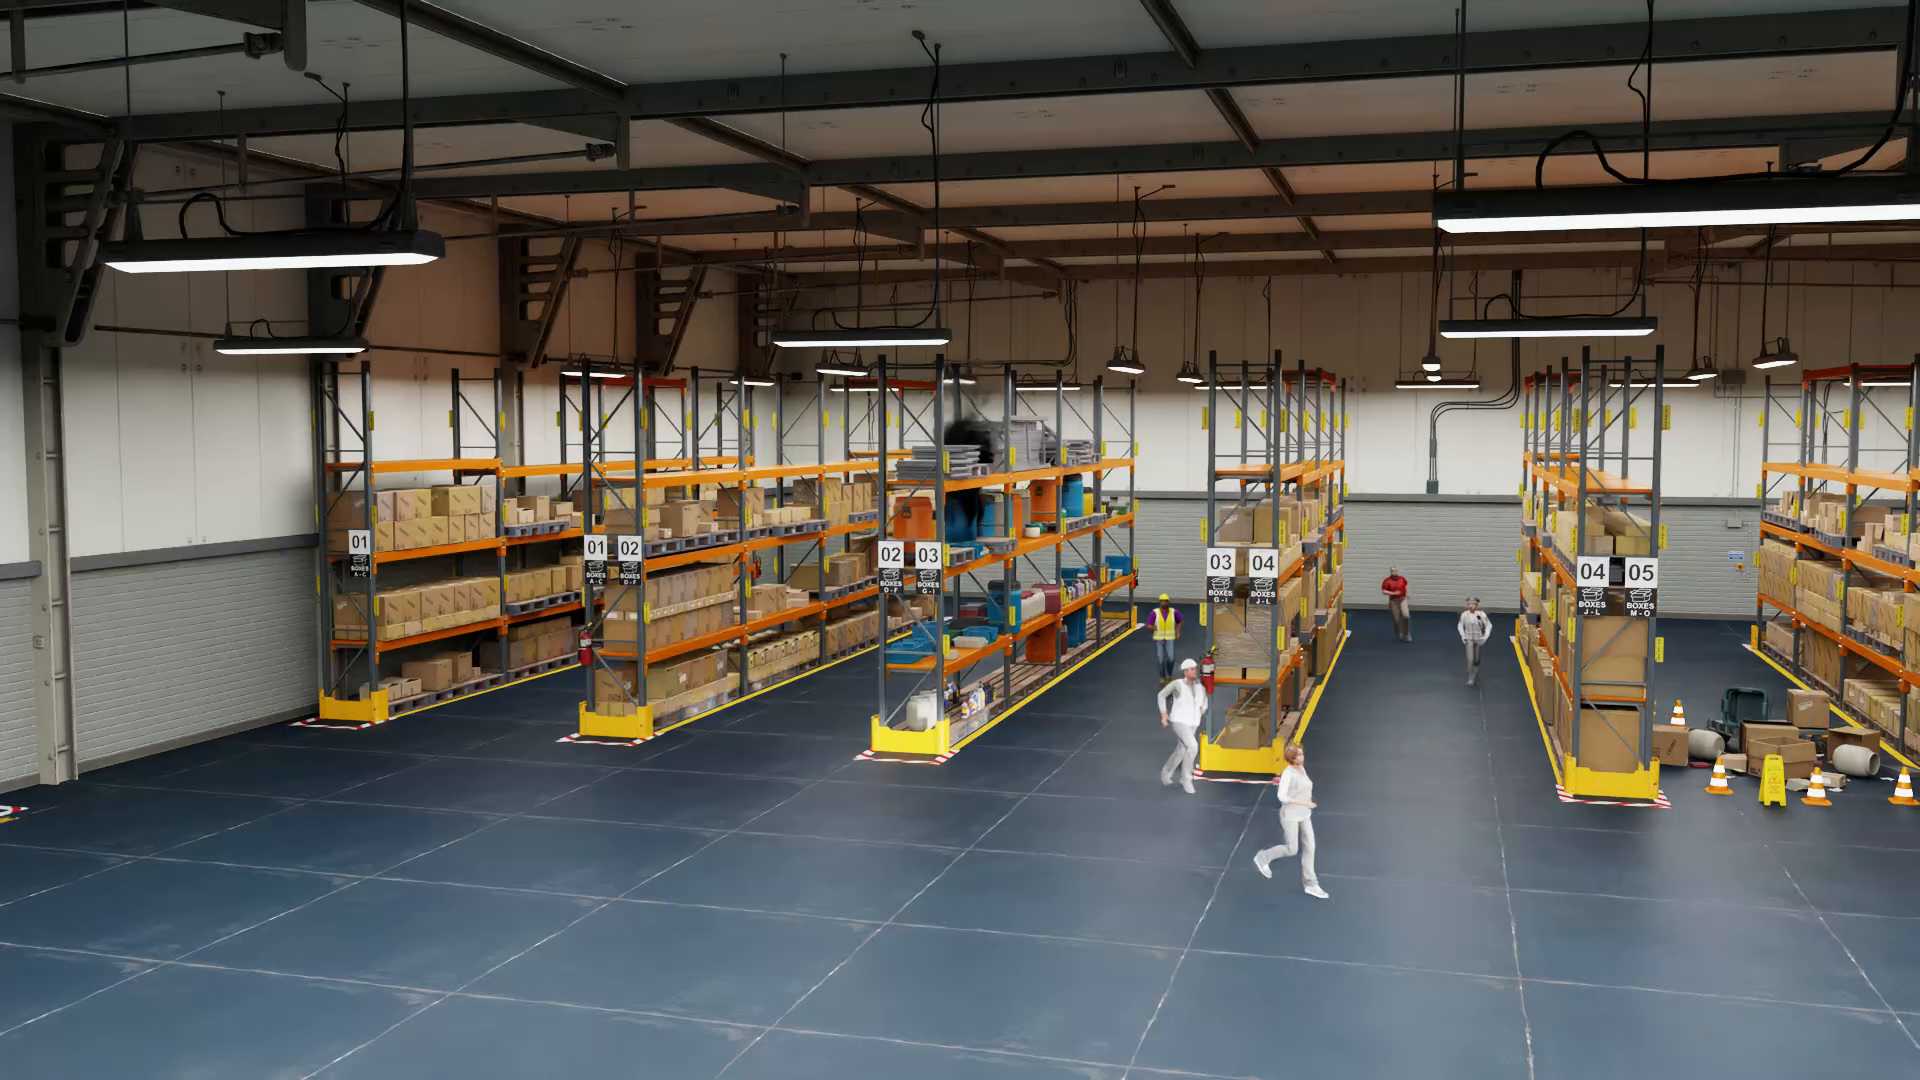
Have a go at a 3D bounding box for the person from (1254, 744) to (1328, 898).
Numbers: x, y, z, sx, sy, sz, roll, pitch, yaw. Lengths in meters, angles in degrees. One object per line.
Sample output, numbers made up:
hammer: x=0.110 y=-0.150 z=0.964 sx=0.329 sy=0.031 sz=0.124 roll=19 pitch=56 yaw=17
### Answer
person: x=3.524 y=2.943 z=17.597 sx=0.860 sy=1.587 sz=0.537 roll=4 pitch=5 yaw=42

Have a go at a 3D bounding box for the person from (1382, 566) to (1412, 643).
person: x=9.927 y=1.450 z=37.874 sx=0.674 sy=1.720 sz=0.676 roll=0 pitch=4 yaw=1

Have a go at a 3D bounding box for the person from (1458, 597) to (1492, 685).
person: x=9.841 y=1.909 z=31.812 sx=0.626 sy=1.681 sz=0.606 roll=2 pitch=4 yaw=22

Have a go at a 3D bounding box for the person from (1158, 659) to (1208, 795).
person: x=3.098 y=2.503 z=22.642 sx=0.643 sy=1.757 sz=0.746 roll=-3 pitch=5 yaw=-34

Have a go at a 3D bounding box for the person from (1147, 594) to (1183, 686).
person: x=3.848 y=1.901 z=31.210 sx=0.677 sy=1.772 sz=0.649 roll=0 pitch=4 yaw=6
